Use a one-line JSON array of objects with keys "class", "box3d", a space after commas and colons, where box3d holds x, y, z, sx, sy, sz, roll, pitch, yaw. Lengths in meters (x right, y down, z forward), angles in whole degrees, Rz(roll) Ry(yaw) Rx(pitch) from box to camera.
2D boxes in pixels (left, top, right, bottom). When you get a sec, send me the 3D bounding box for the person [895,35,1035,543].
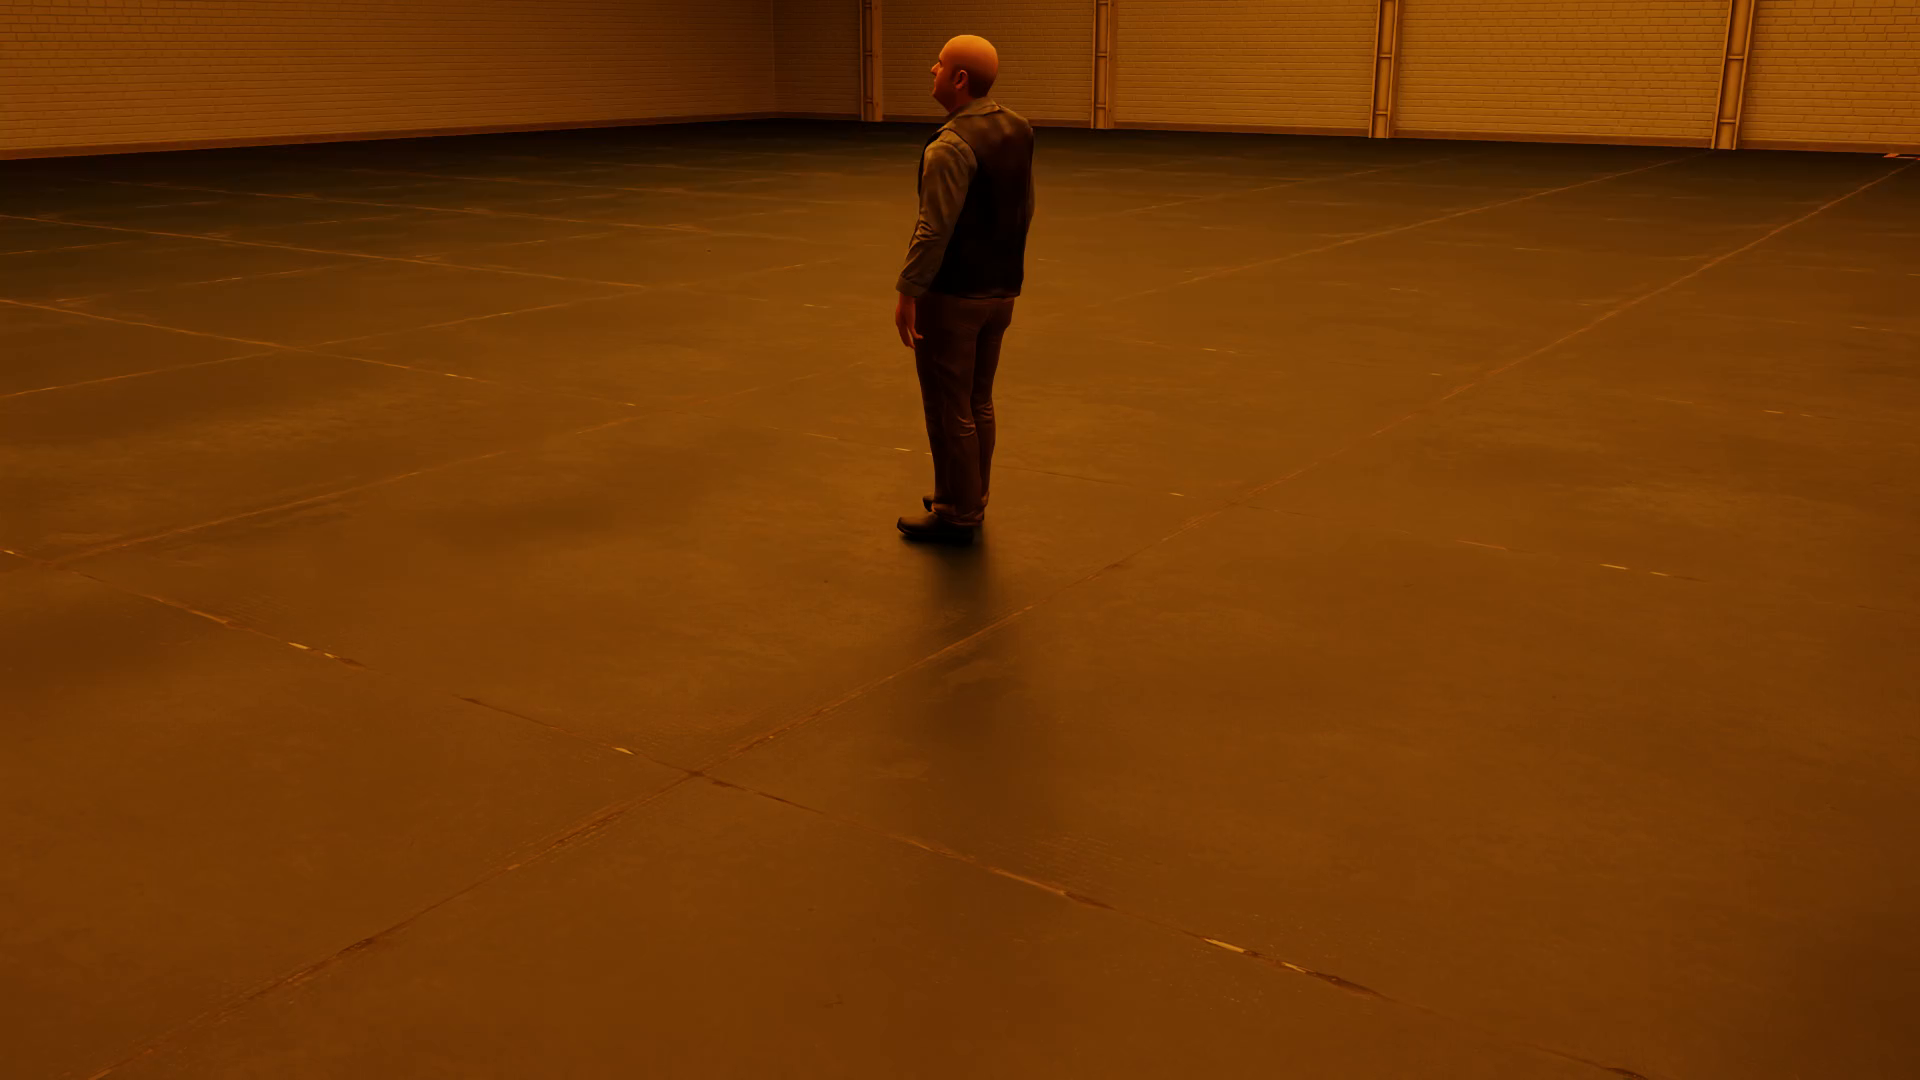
[{"class": "person", "box3d": [-0.046, -0.844, 5.740, 0.568, 1.720, 0.632, 11, 20, 33]}]
